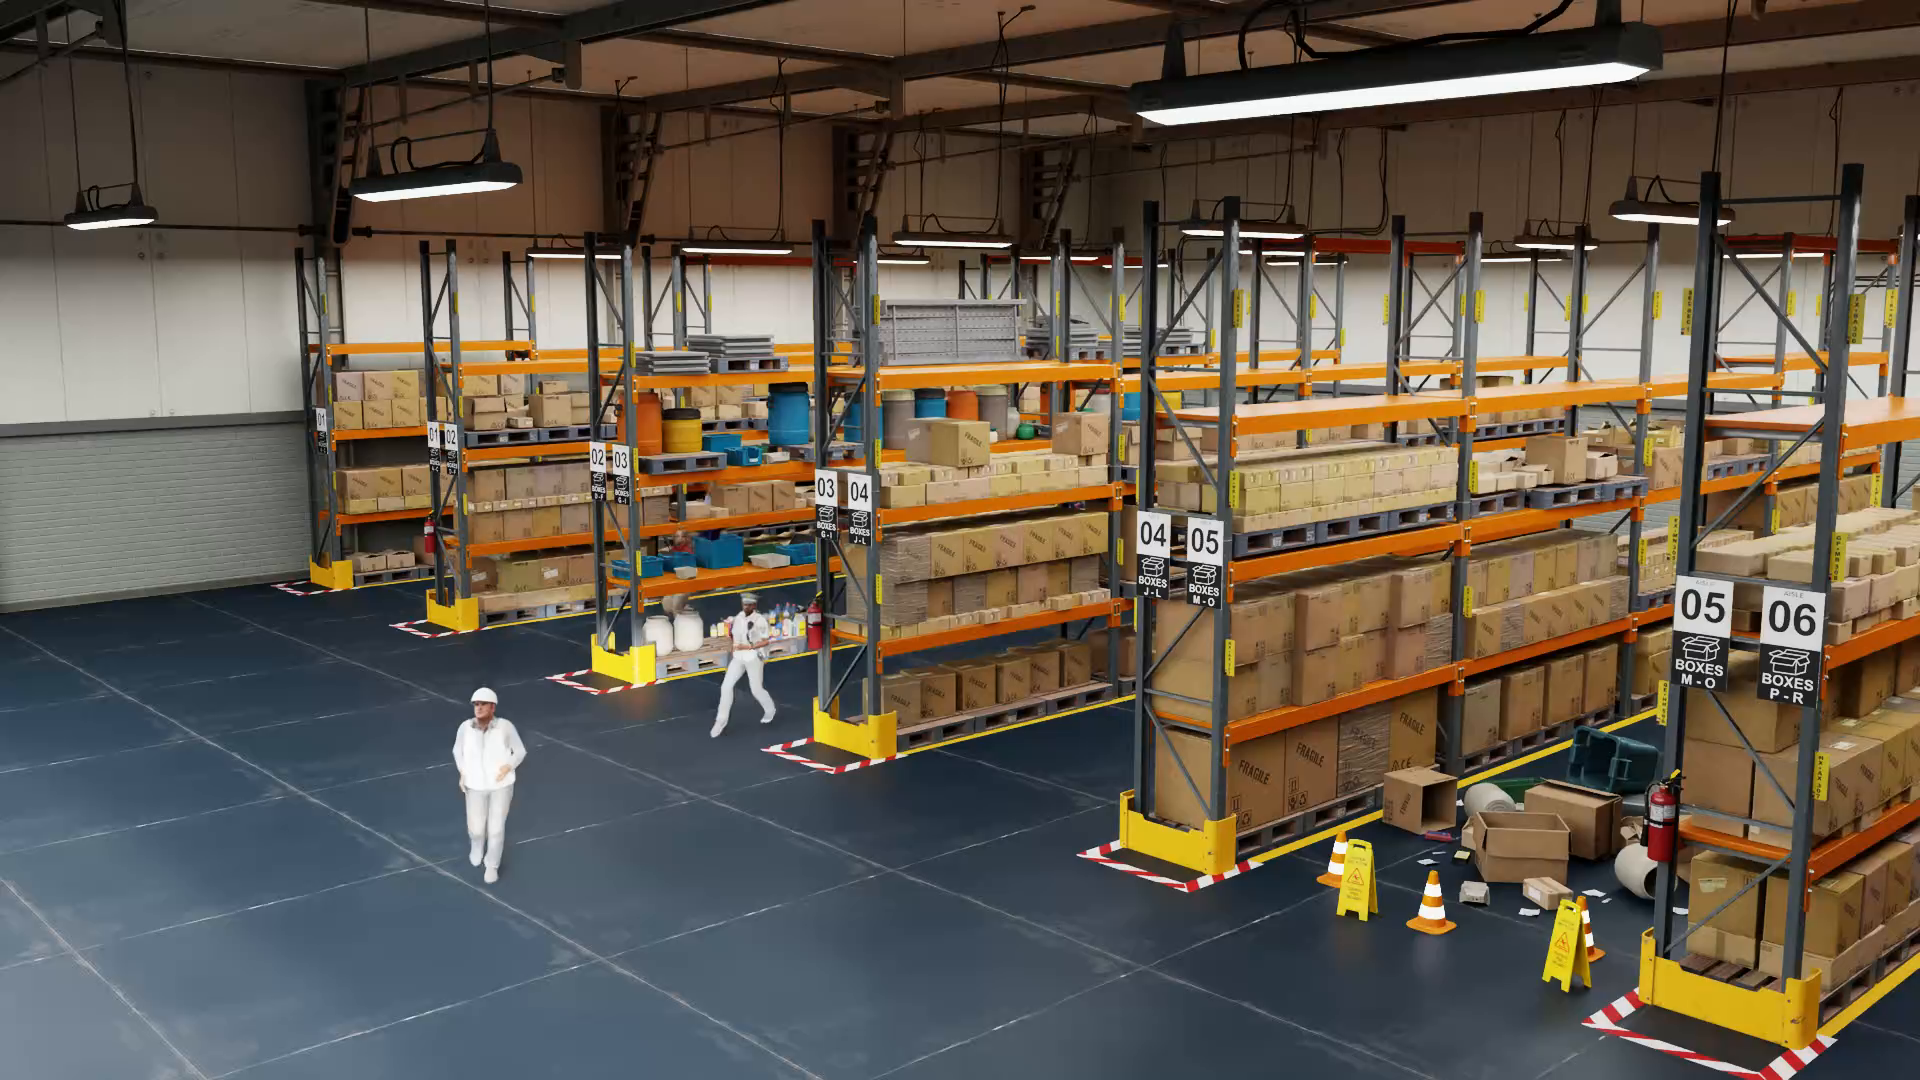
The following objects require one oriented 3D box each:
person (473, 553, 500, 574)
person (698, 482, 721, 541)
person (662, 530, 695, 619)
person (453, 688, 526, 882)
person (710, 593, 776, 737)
[{"bbox_3d":[-8.050,0.107,28.323,0.683,1.777,0.992,6,11,37],"label":"person"},{"bbox_3d":[-4.801,-0.331,32.159,0.593,1.593,0.551,6,10,35],"label":"person"},{"bbox_3d":[-4.201,0.673,25.105,0.678,1.672,0.591,8,11,43],"label":"person"},{"bbox_3d":[-4.173,2.166,14.737,0.652,1.743,0.610,-1,8,-7],"label":"person"},{"bbox_3d":[-2.516,1.446,19.803,0.583,1.701,0.918,4,9,27],"label":"person"}]
